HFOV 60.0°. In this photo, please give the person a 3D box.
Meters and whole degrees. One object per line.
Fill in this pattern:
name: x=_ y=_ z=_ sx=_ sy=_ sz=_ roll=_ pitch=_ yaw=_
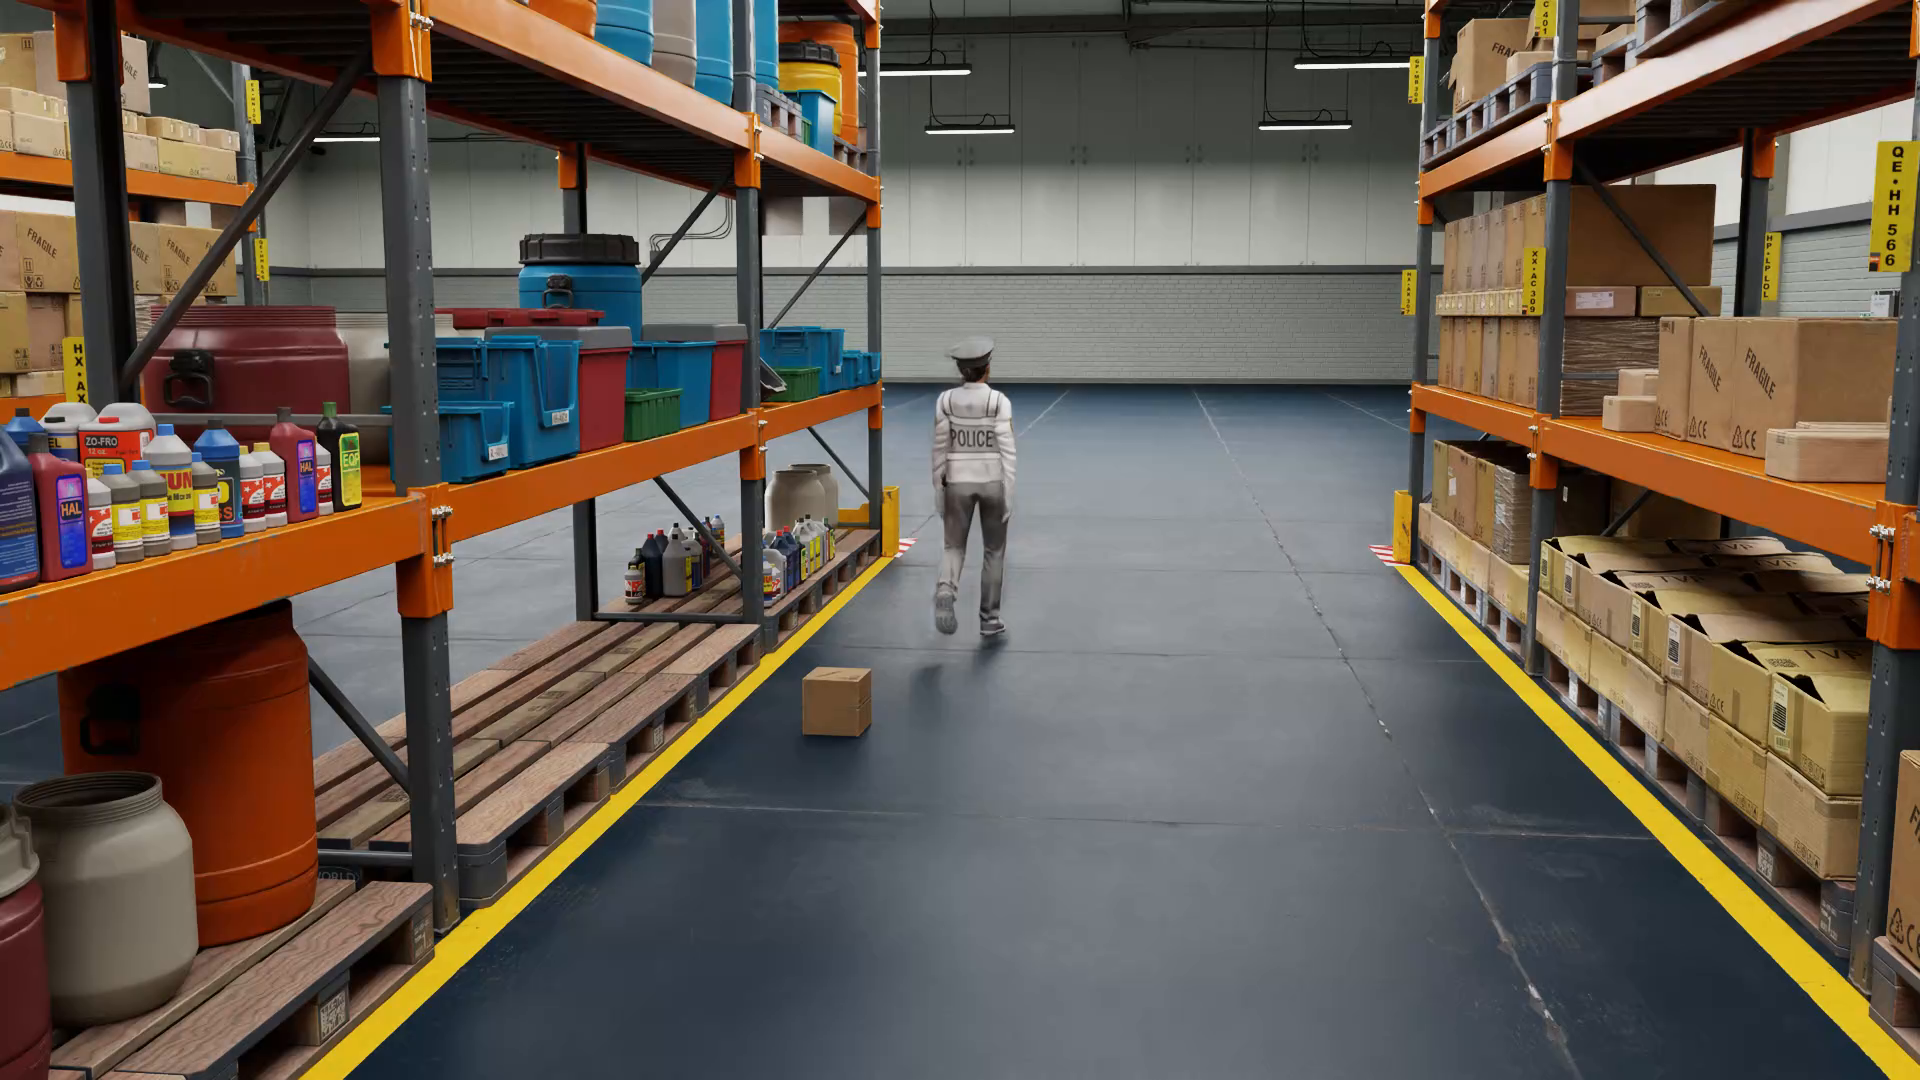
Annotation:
person: x=0.076 y=-0.283 z=9.152 sx=0.488 sy=1.672 sz=0.628 roll=2 pitch=8 yaw=11
